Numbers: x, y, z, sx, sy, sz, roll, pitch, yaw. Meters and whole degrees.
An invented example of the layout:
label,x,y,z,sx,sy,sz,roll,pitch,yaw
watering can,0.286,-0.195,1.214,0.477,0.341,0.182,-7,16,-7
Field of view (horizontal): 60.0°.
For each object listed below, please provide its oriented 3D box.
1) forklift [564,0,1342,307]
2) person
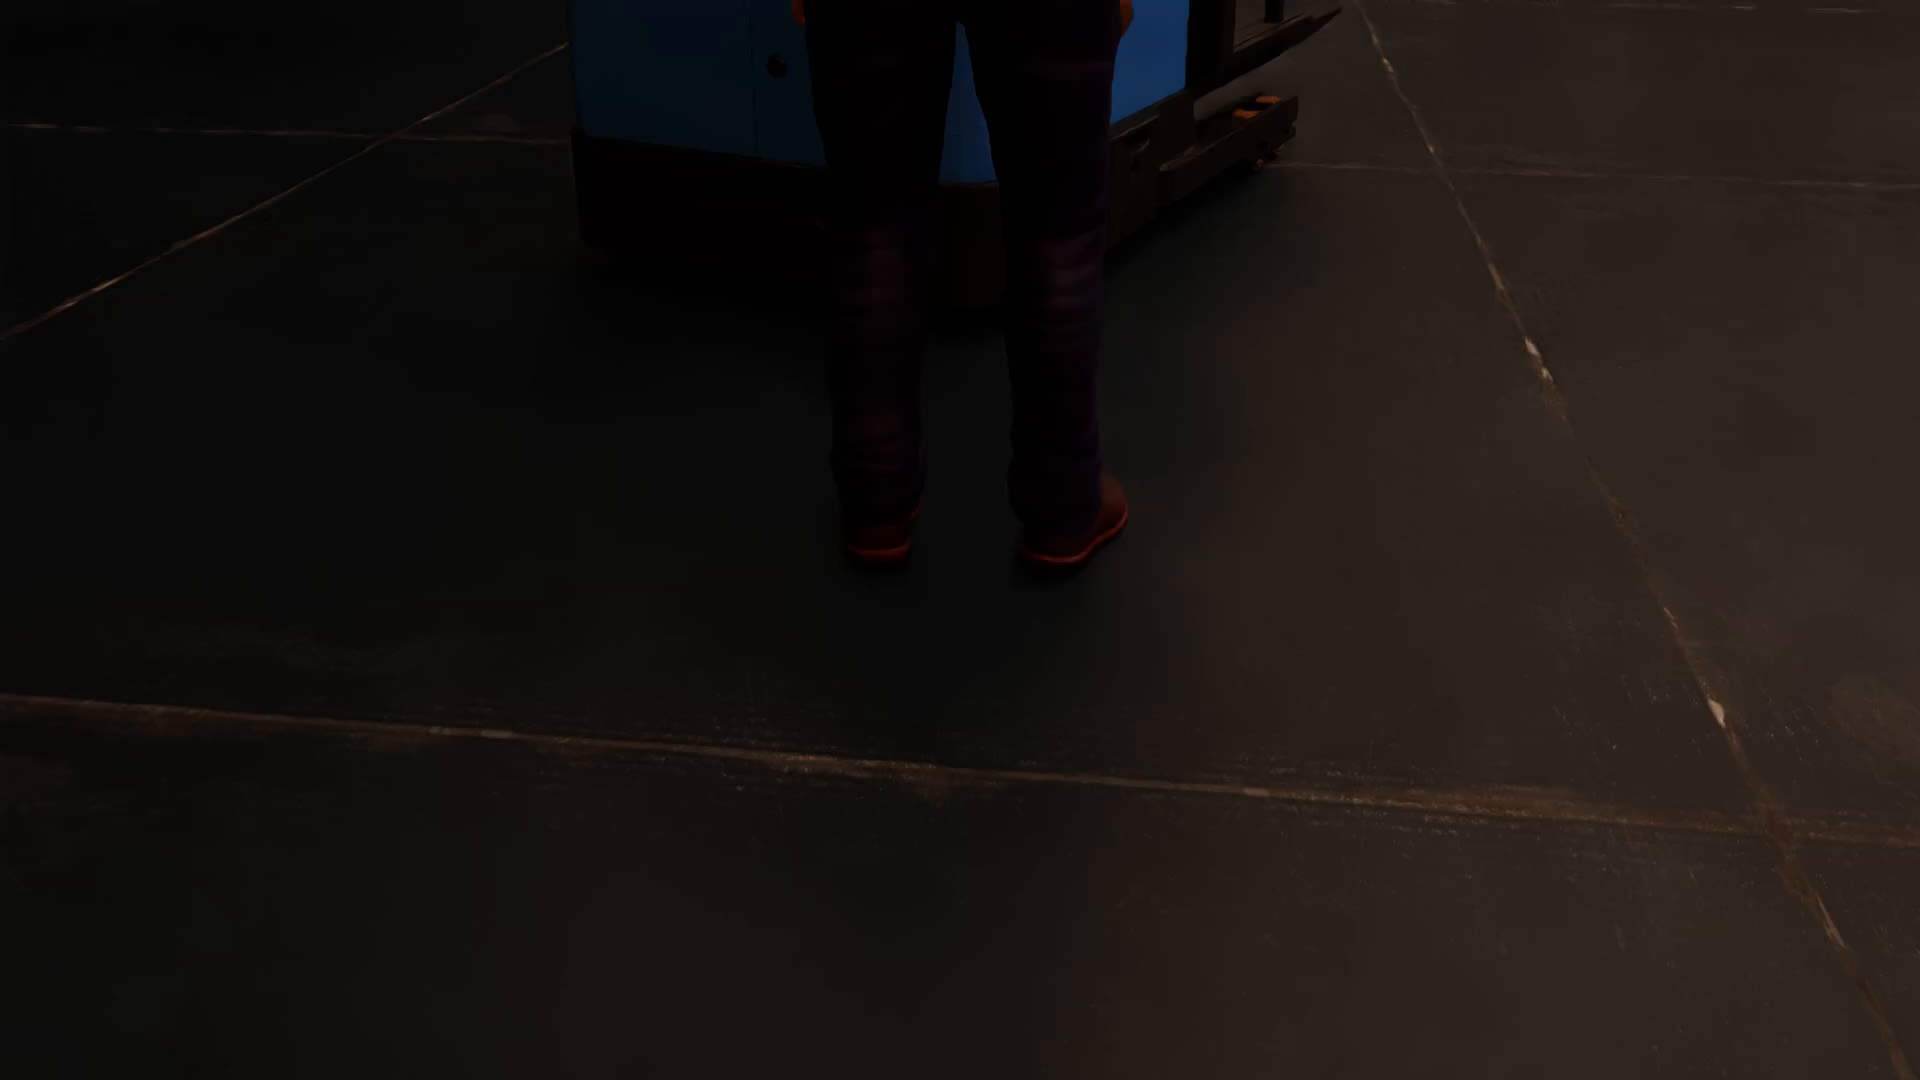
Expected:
label,x,y,z,sx,sy,sz,roll,pitch,yaw
forklift,0.291,-2.392,4.011,1.130,2.935,3.031,13,29,24
person,0.010,-0.742,2.146,0.480,1.653,0.349,3,27,7
